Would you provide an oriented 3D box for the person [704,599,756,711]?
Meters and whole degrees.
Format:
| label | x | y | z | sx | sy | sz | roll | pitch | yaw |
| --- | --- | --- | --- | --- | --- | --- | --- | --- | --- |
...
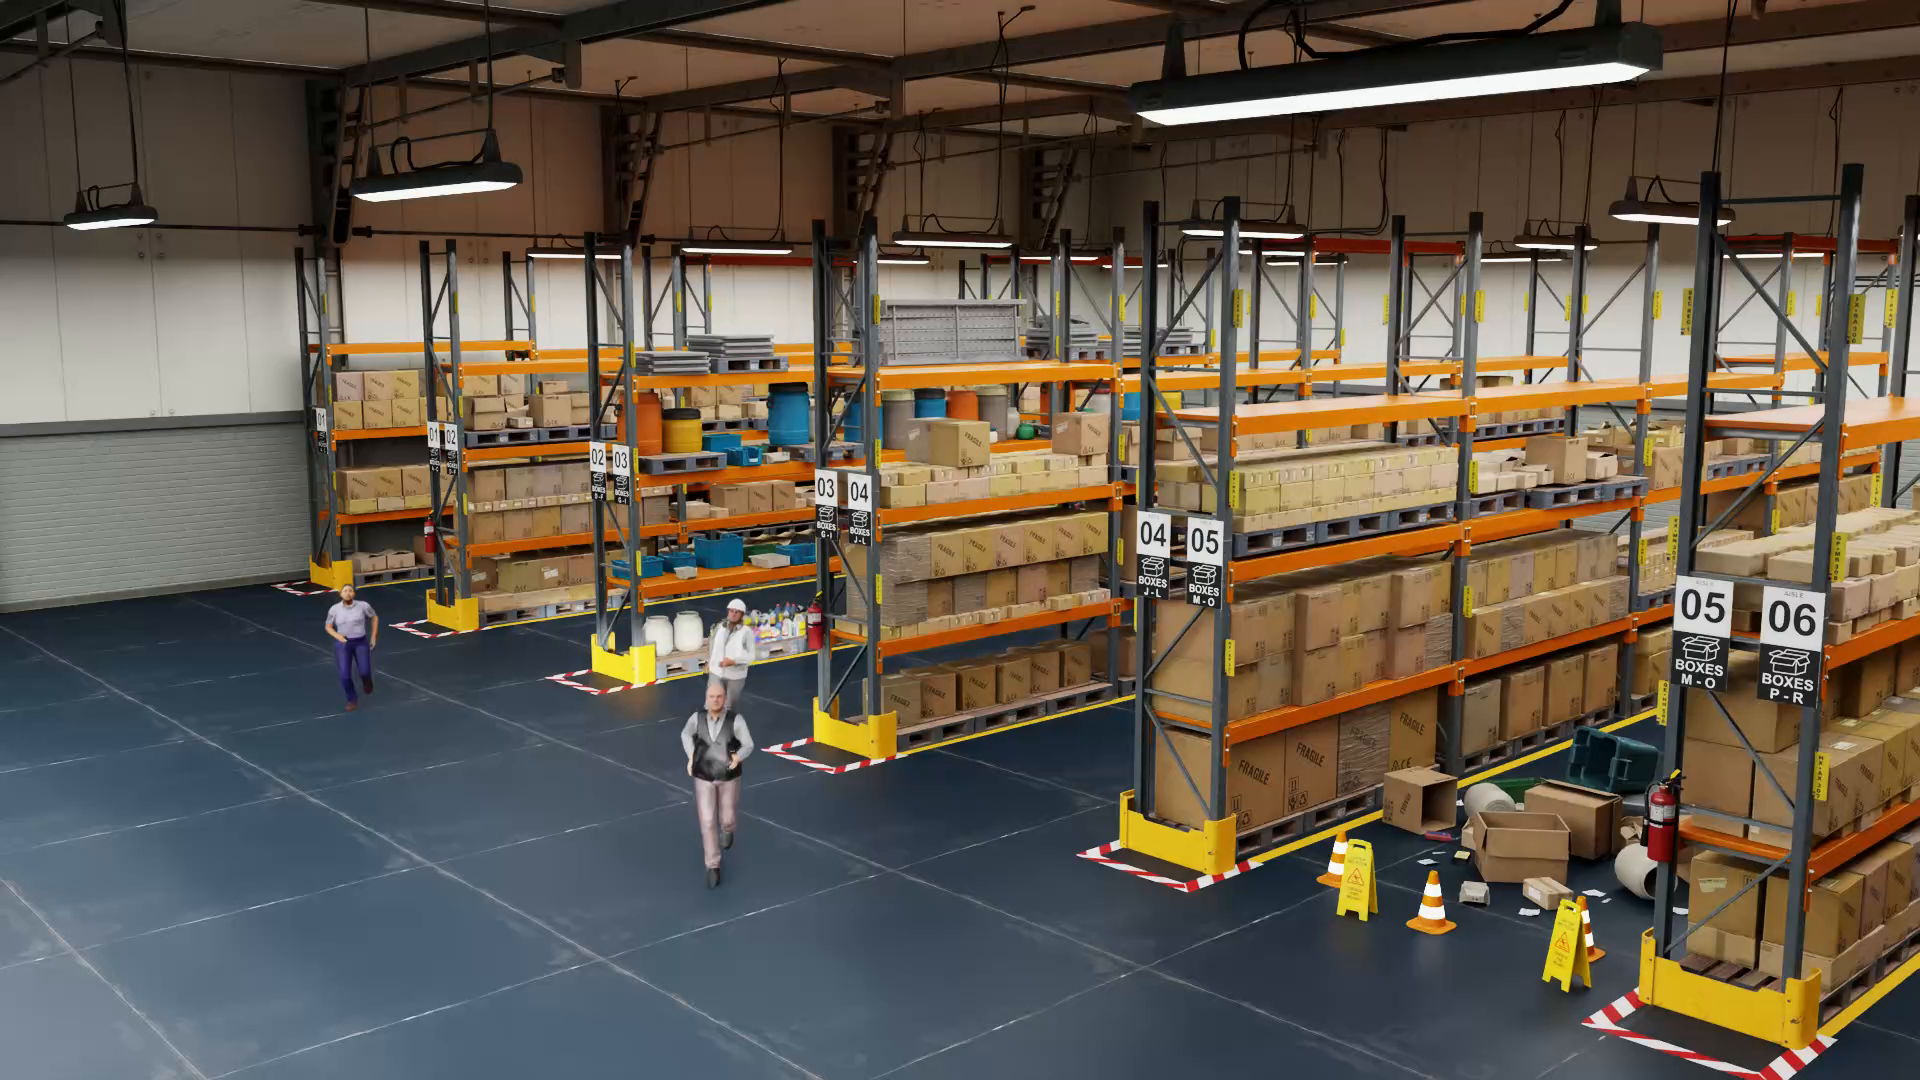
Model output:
| label | x | y | z | sx | sy | sz | roll | pitch | yaw |
| --- | --- | --- | --- | --- | --- | --- | --- | --- | --- |
| person | -2.622 | 1.531 | 18.923 | 0.641 | 1.735 | 0.701 | 1 | 8 | 9 |

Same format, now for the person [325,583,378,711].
| label | x | y | z | sx | sy | sz | roll | pitch | yaw |
| --- | --- | --- | --- | --- | --- | --- | --- | --- | --- |
| person | -7.635 | 1.376 | 20.882 | 0.600 | 1.525 | 0.574 | -3 | 9 | -21 |

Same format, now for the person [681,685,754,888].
| label | x | y | z | sx | sy | sz | roll | pitch | yaw |
| --- | --- | --- | --- | --- | --- | --- | --- | --- | --- |
| person | -2.180 | 2.145 | 14.949 | 0.663 | 1.727 | 0.928 | -1 | 8 | -5 |
